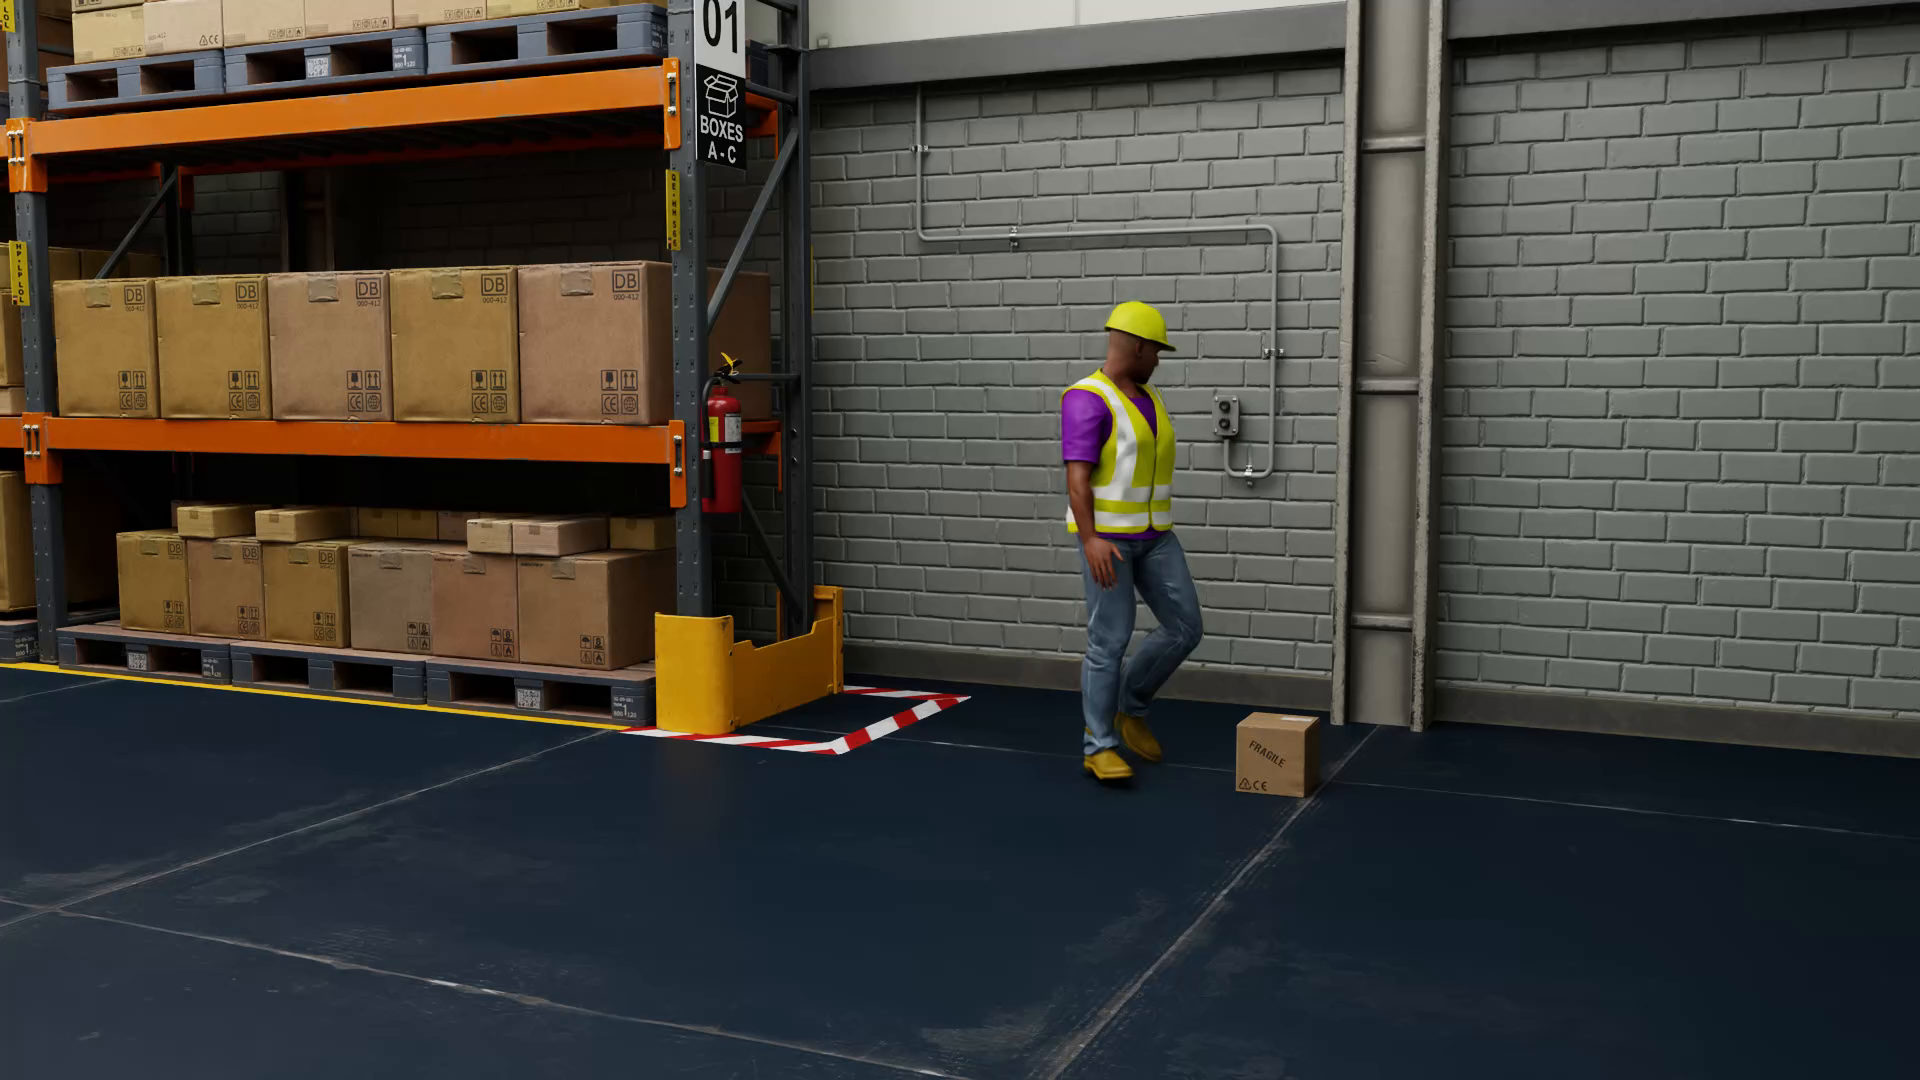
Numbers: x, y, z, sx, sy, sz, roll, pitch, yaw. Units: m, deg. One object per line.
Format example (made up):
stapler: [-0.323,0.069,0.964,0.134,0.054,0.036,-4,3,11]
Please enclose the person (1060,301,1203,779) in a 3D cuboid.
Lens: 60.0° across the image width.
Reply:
person: [0.612,-0.004,6.250,0.633,1.771,0.463,-5,7,-41]
